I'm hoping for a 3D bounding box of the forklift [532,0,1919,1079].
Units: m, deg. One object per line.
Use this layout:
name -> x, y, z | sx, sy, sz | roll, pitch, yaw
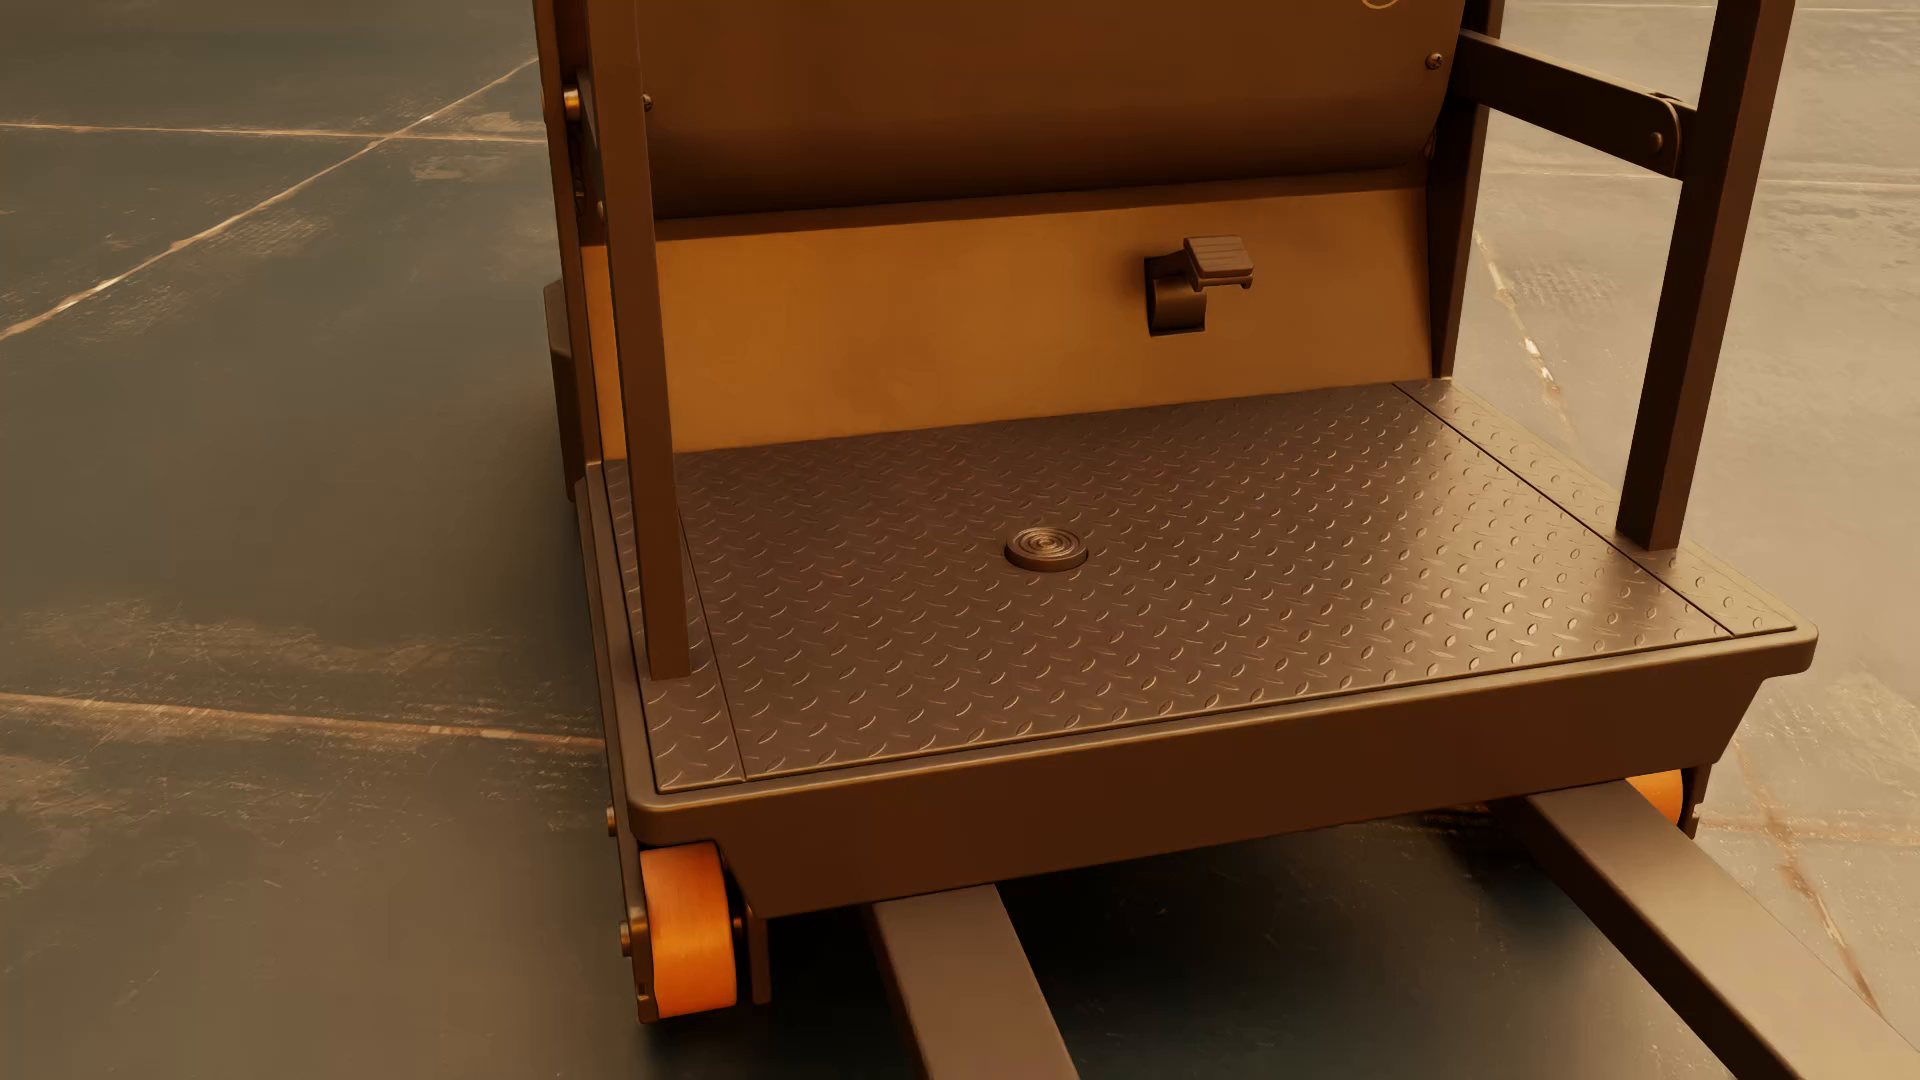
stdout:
forklift -> 0.153, -1.049, 1.319 | 1.130, 2.935, 3.031 | -7, 27, -13
